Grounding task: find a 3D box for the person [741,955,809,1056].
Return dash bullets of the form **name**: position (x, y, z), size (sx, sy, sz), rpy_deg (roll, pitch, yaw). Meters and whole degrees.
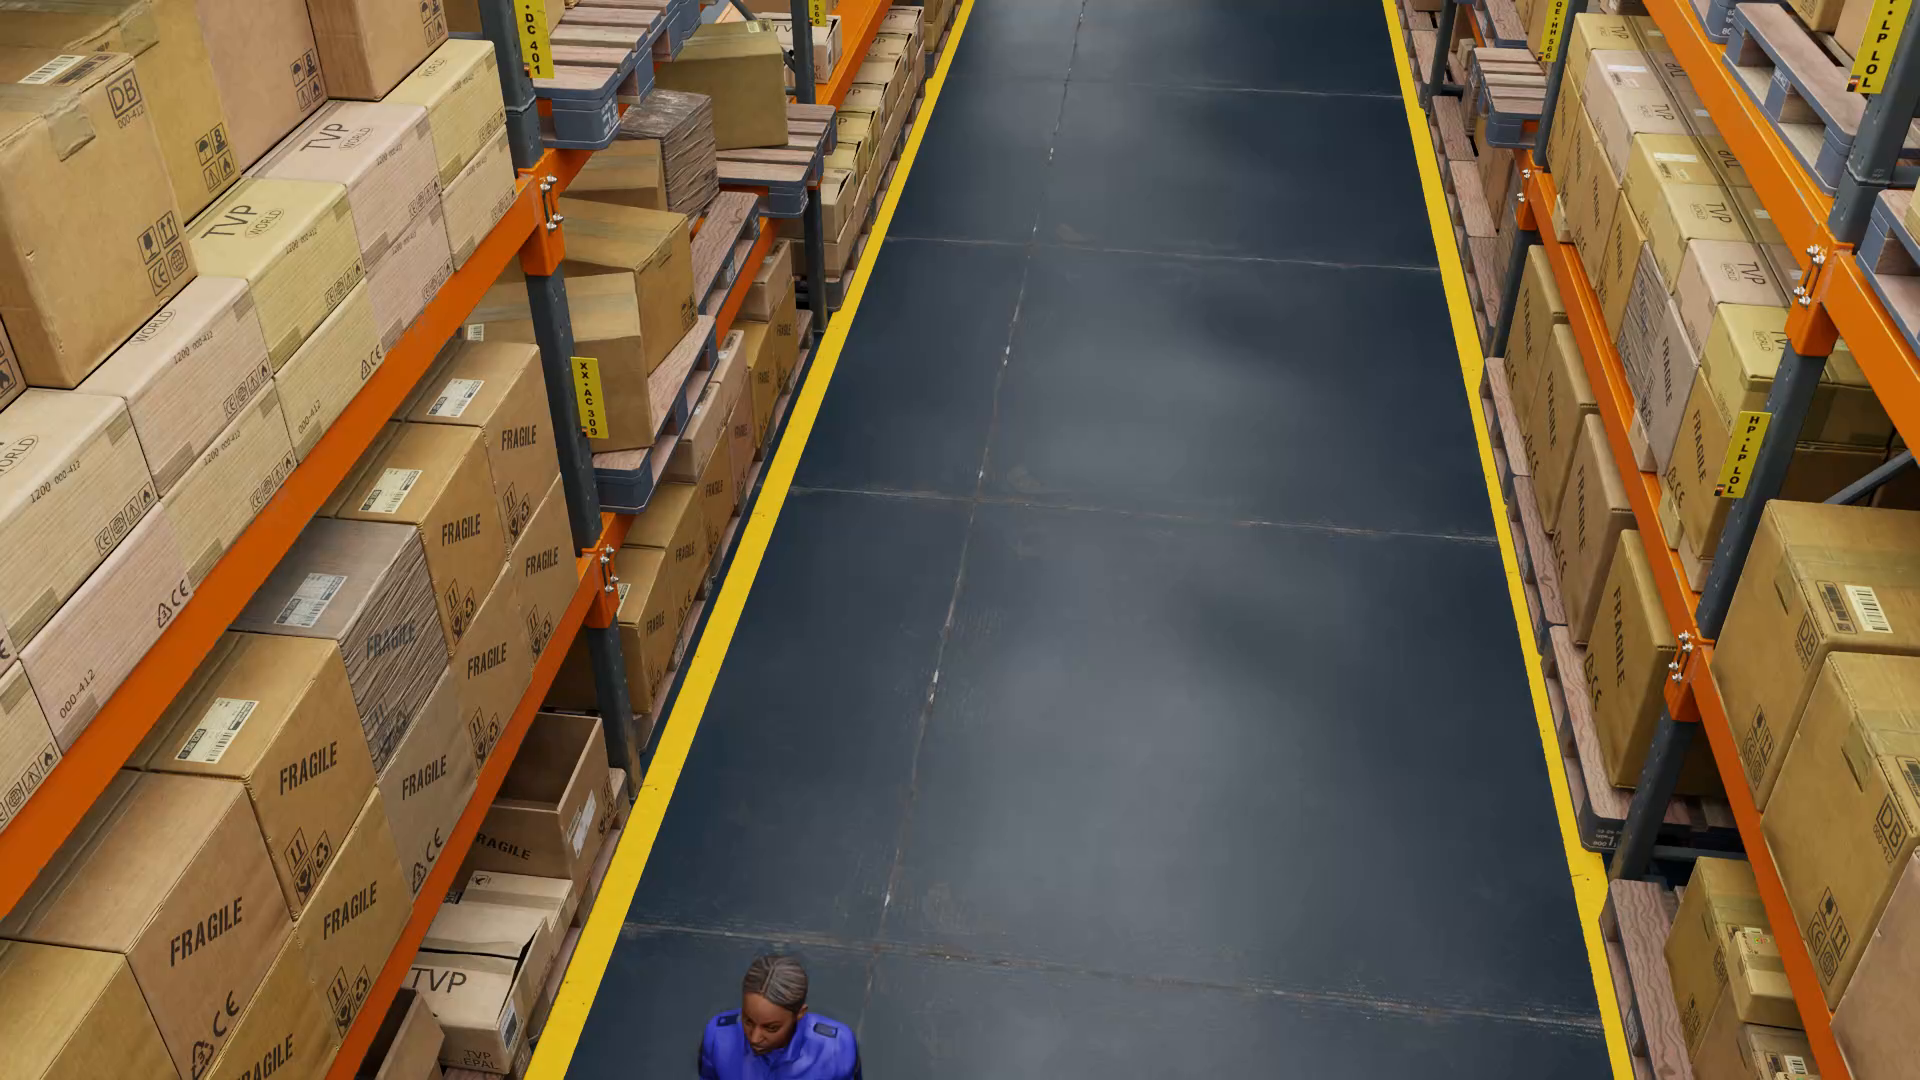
- **person**: position (-0.483, 1.708, 4.614), size (0.485, 1.558, 0.530), rpy_deg (7, 37, 10)
